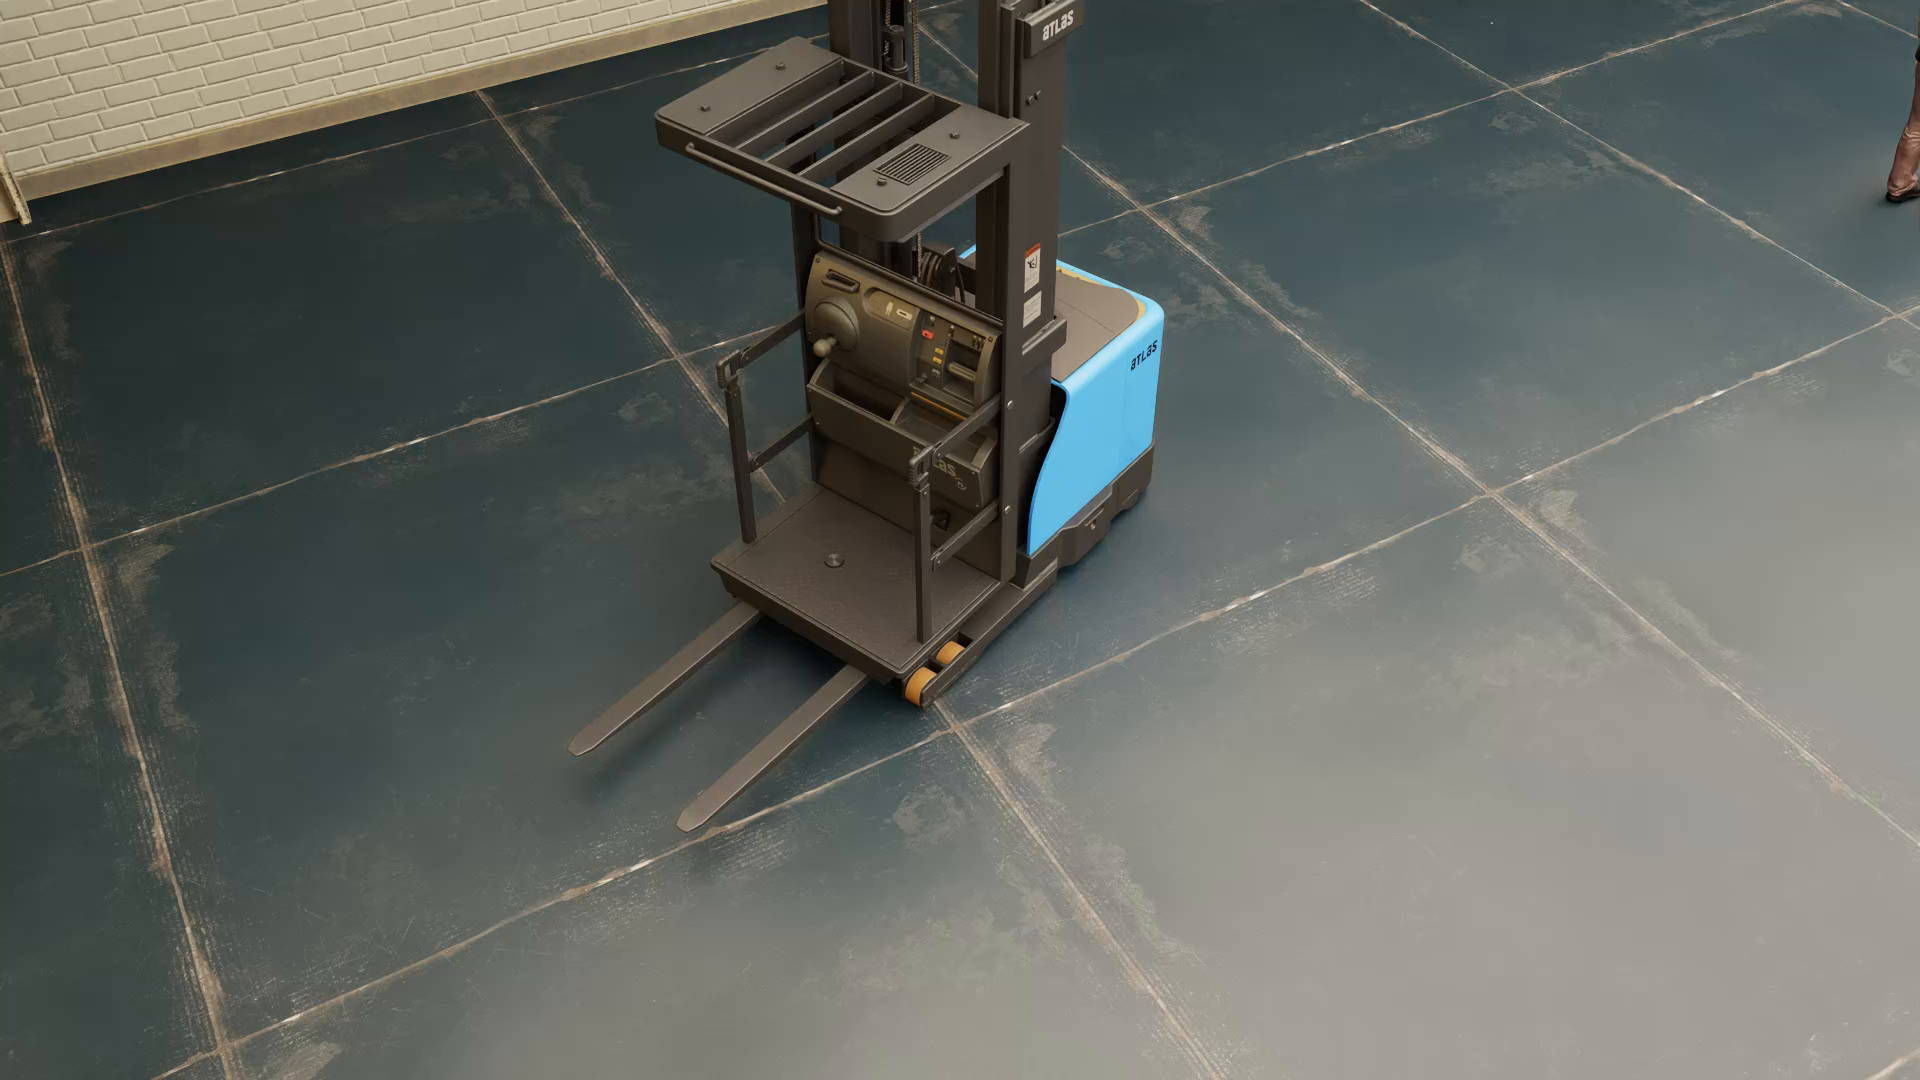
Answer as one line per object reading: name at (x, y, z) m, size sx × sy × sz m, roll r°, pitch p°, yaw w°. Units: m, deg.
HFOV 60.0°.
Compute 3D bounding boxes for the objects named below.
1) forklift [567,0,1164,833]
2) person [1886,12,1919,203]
forklift at (-0.375, -0.749, 6.505) m, size 1.130 × 2.935 × 3.031 m, roll 28°, pitch 50°, yaw 27°
person at (5.731, -2.696, 9.483) m, size 0.569 × 1.720 × 0.632 m, roll -12°, pitch 44°, yaw -13°
